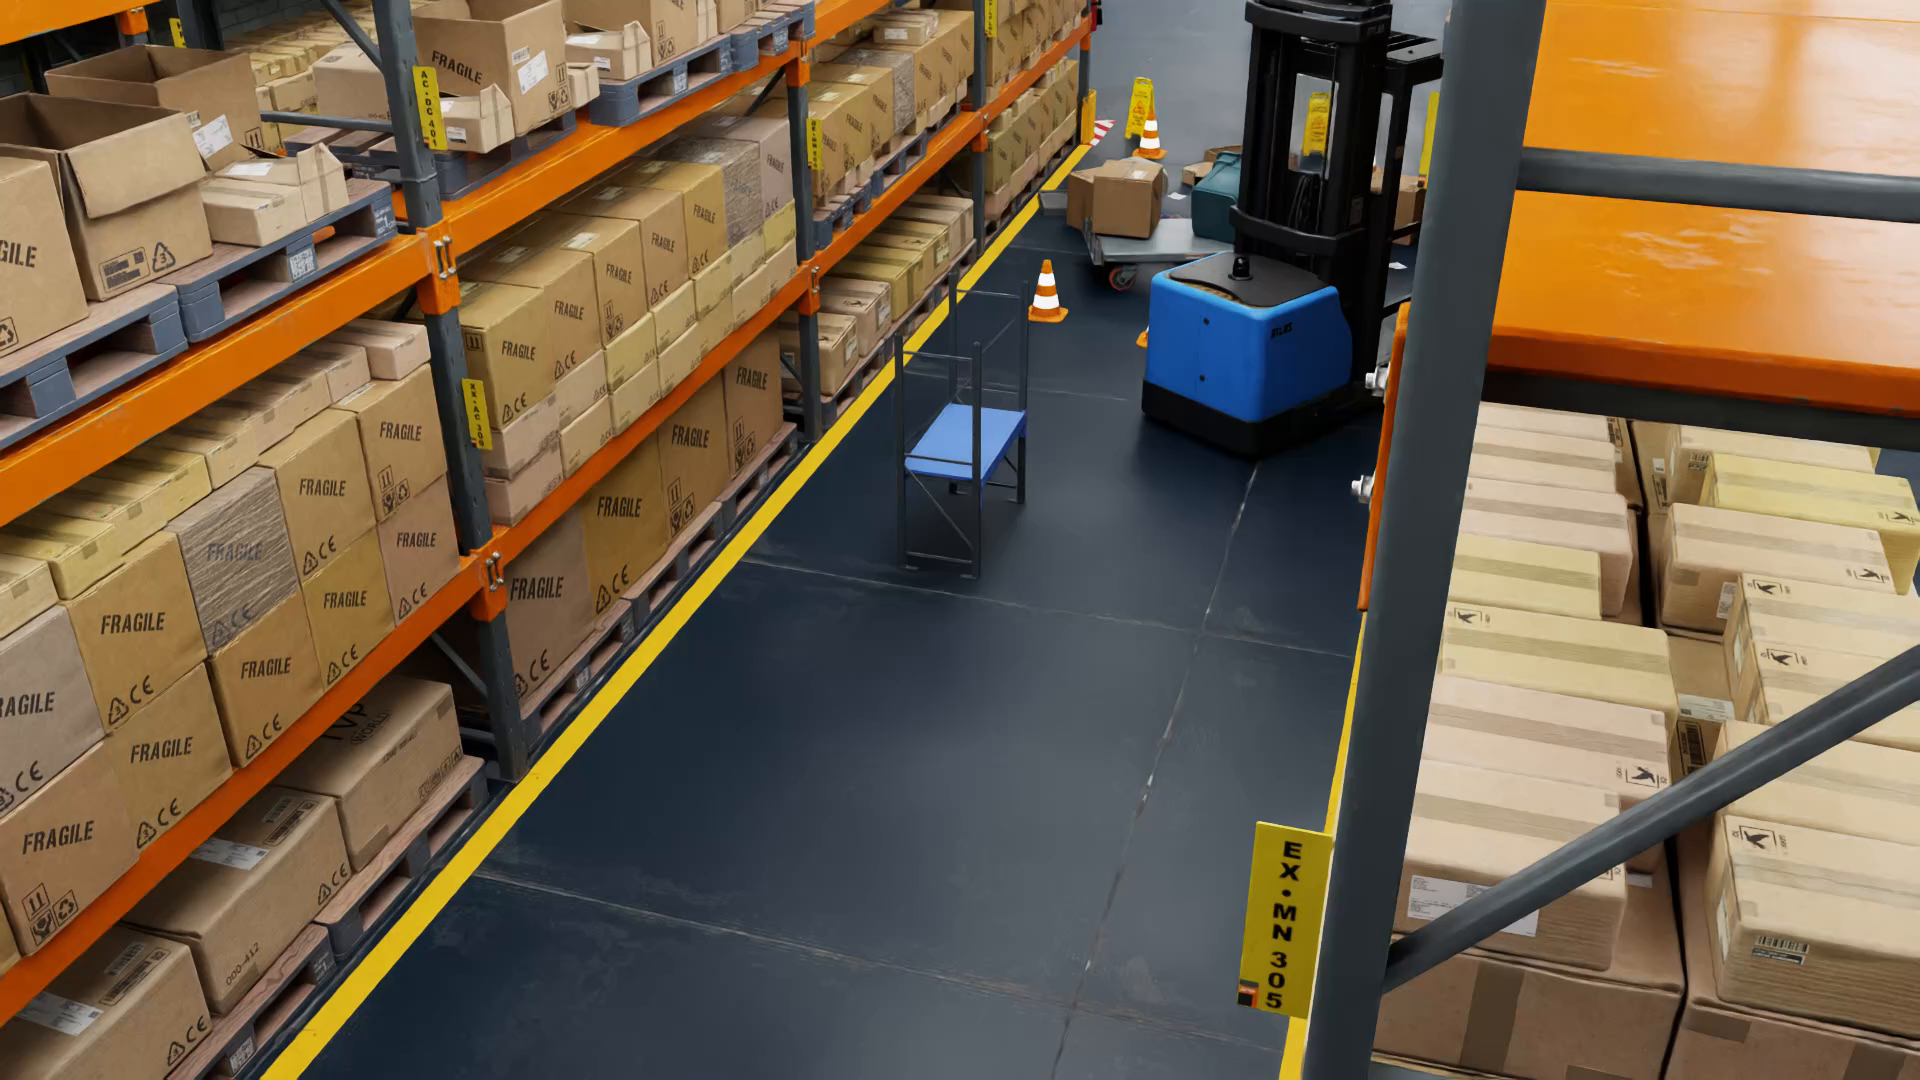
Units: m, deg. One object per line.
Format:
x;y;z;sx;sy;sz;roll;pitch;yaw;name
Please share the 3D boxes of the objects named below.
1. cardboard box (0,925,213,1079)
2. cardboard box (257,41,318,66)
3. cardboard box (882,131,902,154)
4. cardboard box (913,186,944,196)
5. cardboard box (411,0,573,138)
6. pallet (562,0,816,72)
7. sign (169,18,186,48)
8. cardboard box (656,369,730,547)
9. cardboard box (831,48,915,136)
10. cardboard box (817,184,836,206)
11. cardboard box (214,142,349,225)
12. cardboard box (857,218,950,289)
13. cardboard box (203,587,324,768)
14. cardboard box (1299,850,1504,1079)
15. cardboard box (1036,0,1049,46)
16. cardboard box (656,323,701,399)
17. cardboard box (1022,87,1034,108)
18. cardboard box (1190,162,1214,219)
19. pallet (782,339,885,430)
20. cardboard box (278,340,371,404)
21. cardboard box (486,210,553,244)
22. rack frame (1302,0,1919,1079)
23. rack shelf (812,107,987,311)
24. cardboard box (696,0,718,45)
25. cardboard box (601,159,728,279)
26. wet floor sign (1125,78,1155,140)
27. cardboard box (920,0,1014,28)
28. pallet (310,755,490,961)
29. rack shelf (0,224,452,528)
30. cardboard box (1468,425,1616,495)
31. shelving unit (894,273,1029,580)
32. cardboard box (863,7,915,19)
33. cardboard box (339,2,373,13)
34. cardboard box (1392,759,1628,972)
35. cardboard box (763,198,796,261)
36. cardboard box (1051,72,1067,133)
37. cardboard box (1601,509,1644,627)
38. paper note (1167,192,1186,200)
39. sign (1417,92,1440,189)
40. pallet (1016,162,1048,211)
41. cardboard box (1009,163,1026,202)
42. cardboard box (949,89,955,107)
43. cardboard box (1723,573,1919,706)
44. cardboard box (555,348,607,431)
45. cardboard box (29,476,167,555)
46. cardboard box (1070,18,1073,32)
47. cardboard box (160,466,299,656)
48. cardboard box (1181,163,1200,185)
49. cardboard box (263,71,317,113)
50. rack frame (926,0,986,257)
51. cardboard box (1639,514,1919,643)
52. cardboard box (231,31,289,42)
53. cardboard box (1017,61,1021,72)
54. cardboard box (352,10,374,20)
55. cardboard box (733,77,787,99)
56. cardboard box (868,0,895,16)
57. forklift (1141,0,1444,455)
-3.438;1.837;6.100;0.875;0.438;0.875;9;30;16;cardboard box
-5.467;-3.945;13.521;0.380;0.149;0.250;8;30;15;cardboard box
-0.655;-3.011;12.439;0.380;0.149;0.250;9;30;16;cardboard box
-0.358;-3.223;15.390;0.500;0.250;0.500;10;31;17;cardboard box
-2.087;-2.116;7.384;0.500;0.500;0.500;8;30;14;cardboard box
-1.587;-2.990;9.684;1.213;0.211;1.003;10;31;17;pallet
-3.145;-1.957;6.777;0.100;0.325;0.005;8;30;15;sign
-1.997;-0.601;10.033;0.875;0.875;0.875;9;30;15;cardboard box
-0.646;-3.325;12.335;0.500;0.500;0.500;7;30;13;cardboard box
-1.061;-2.394;11.329;0.380;0.149;0.250;7;30;12;cardboard box
-2.505;-1.347;6.139;0.396;0.266;0.258;9;30;16;cardboard box
-0.634;-2.384;13.757;0.950;0.372;0.625;10;31;18;cardboard box
-2.794;0.474;6.245;0.500;0.500;0.500;8;30;14;cardboard box
0.845;0.814;2.806;0.500;0.250;0.500;8;30;14;cardboard box
0.535;-4.972;15.728;0.500;0.500;0.500;9;30;15;cardboard box
-1.770;-1.019;9.186;0.500;0.250;0.500;8;30;14;cardboard box
0.476;-4.171;15.655;0.380;0.149;0.250;10;31;18;cardboard box
2.537;-3.142;15.276;0.797;0.637;0.503;8;30;15;cardboard box
-1.218;-1.213;12.249;1.003;0.211;1.213;8;30;15;pallet
-2.590;-0.679;6.621;0.380;0.149;0.250;9;30;16;cardboard box
-2.420;-1.408;8.600;0.500;0.500;0.500;9;30;16;cardboard box
0.968;-0.313;1.591;0.949;2.616;0.053;8;30;15;rack frame
-0.862;-2.684;12.764;1.077;0.370;4.000;8;30;15;rack shelf
-1.519;-2.815;8.880;0.396;0.266;0.258;8;30;14;cardboard box
-1.646;-1.803;9.309;0.500;0.500;0.500;9;30;15;cardboard box
1.978;-4.694;18.059;0.267;0.644;0.232;20;35;32;wet floor sign
0.062;-4.712;14.233;0.700;0.500;0.500;8;30;14;cardboard box
-2.921;1.351;7.640;1.003;0.211;1.213;8;30;15;pallet
-3.210;-0.277;5.352;1.077;0.370;4.000;8;30;15;rack shelf
1.187;-0.117;3.554;0.380;0.149;0.250;9;30;16;cardboard box
0.025;-0.695;9.992;0.538;1.500;1.048;8;30;15;shelving unit
-0.687;-4.108;13.744;0.500;0.500;0.500;9;30;16;cardboard box
-5.458;-4.712;14.899;0.380;0.149;0.250;7;30;13;cardboard box
0.781;0.474;2.492;0.380;0.149;0.250;8;30;14;cardboard box
-1.348;-1.961;10.364;0.500;0.250;0.500;8;30;15;cardboard box
0.763;-4.444;16.813;0.500;0.500;0.500;10;31;17;cardboard box
1.158;0.119;3.541;0.500;0.250;0.500;9;30;16;cardboard box
2.132;-3.388;16.355;0.148;0.019;0.142;20;35;32;paper note
1.607;-1.337;5.581;0.100;0.325;0.005;8;30;15;sign
0.245;-3.595;16.531;1.003;0.211;1.213;8;30;15;pallet
0.302;-3.395;15.699;0.500;0.250;0.500;10;31;18;cardboard box
-0.256;-3.603;13.503;0.380;0.149;0.250;8;30;13;cardboard box
1.591;0.208;2.971;0.380;0.149;0.250;9;30;16;cardboard box
-2.098;-0.774;8.230;0.500;0.250;0.500;9;30;16;cardboard box
-2.903;-0.084;5.552;0.380;0.149;0.250;9;30;15;cardboard box
0.930;-5.223;16.847;0.380;0.149;0.250;8;30;14;cardboard box
-2.795;0.041;5.995;0.500;0.500;0.500;9;30;16;cardboard box
2.446;-3.644;16.682;0.250;0.149;0.380;-24;37;-37;cardboard box
-5.512;-3.573;13.262;0.500;0.250;0.500;8;30;14;cardboard box
-0.275;-3.928;14.260;1.000;3.000;0.127;8;30;15;rack frame
1.654;0.202;3.391;0.500;0.250;0.500;9;30;15;cardboard box
-5.821;-4.127;13.848;0.380;0.149;0.250;9;30;15;cardboard box
0.352;-4.410;15.385;0.380;0.149;0.250;8;30;15;cardboard box
-5.090;-4.542;14.595;0.380;0.149;0.250;8;30;15;cardboard box
-1.440;-2.919;11.606;0.500;0.500;0.500;8;30;14;cardboard box
-0.751;-4.400;13.602;0.380;0.149;0.250;8;30;15;cardboard box
2.728;-2.445;11.666;3.031;2.935;1.130;-23;37;-35;forklift
